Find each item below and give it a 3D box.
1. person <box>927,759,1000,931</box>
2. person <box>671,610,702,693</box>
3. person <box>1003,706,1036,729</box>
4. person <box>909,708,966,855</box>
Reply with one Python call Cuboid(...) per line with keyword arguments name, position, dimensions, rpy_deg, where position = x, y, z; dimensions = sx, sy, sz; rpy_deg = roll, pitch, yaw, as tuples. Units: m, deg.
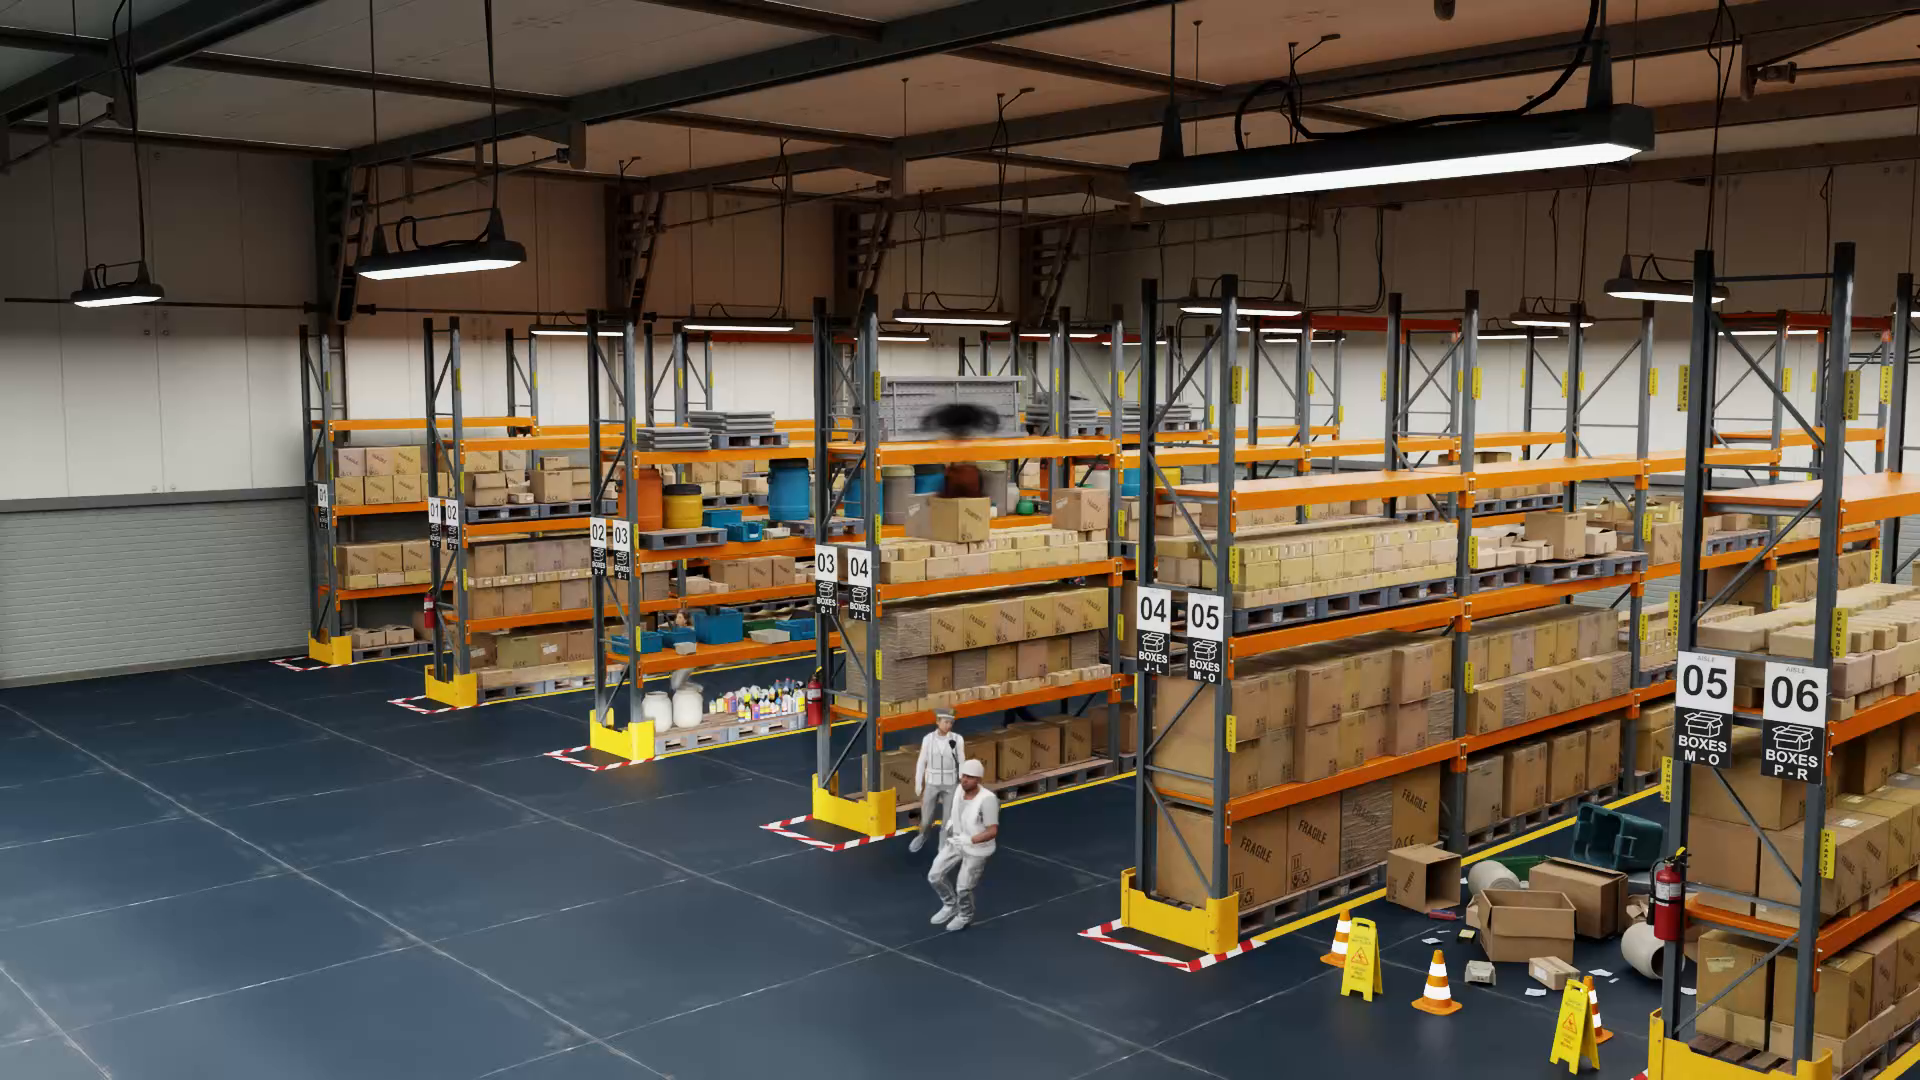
Cuboid(name="person", position=(0.026, 2.808, 15.169), dimensions=(0.862, 1.689, 0.725), rpy_deg=(4, 7, 37))
Cuboid(name="person", position=(-4.095, 1.847, 25.036), dimensions=(0.578, 1.625, 0.616), rpy_deg=(5, 7, 39))
Cuboid(name="person", position=(0.816, 2.028, 23.063), dimensions=(0.901, 1.689, 0.603), rpy_deg=(-4, 7, -37))
Cuboid(name="person", position=(-0.225, 2.567, 17.480), dimensions=(0.614, 1.678, 0.546), rpy_deg=(0, 6, -2))
